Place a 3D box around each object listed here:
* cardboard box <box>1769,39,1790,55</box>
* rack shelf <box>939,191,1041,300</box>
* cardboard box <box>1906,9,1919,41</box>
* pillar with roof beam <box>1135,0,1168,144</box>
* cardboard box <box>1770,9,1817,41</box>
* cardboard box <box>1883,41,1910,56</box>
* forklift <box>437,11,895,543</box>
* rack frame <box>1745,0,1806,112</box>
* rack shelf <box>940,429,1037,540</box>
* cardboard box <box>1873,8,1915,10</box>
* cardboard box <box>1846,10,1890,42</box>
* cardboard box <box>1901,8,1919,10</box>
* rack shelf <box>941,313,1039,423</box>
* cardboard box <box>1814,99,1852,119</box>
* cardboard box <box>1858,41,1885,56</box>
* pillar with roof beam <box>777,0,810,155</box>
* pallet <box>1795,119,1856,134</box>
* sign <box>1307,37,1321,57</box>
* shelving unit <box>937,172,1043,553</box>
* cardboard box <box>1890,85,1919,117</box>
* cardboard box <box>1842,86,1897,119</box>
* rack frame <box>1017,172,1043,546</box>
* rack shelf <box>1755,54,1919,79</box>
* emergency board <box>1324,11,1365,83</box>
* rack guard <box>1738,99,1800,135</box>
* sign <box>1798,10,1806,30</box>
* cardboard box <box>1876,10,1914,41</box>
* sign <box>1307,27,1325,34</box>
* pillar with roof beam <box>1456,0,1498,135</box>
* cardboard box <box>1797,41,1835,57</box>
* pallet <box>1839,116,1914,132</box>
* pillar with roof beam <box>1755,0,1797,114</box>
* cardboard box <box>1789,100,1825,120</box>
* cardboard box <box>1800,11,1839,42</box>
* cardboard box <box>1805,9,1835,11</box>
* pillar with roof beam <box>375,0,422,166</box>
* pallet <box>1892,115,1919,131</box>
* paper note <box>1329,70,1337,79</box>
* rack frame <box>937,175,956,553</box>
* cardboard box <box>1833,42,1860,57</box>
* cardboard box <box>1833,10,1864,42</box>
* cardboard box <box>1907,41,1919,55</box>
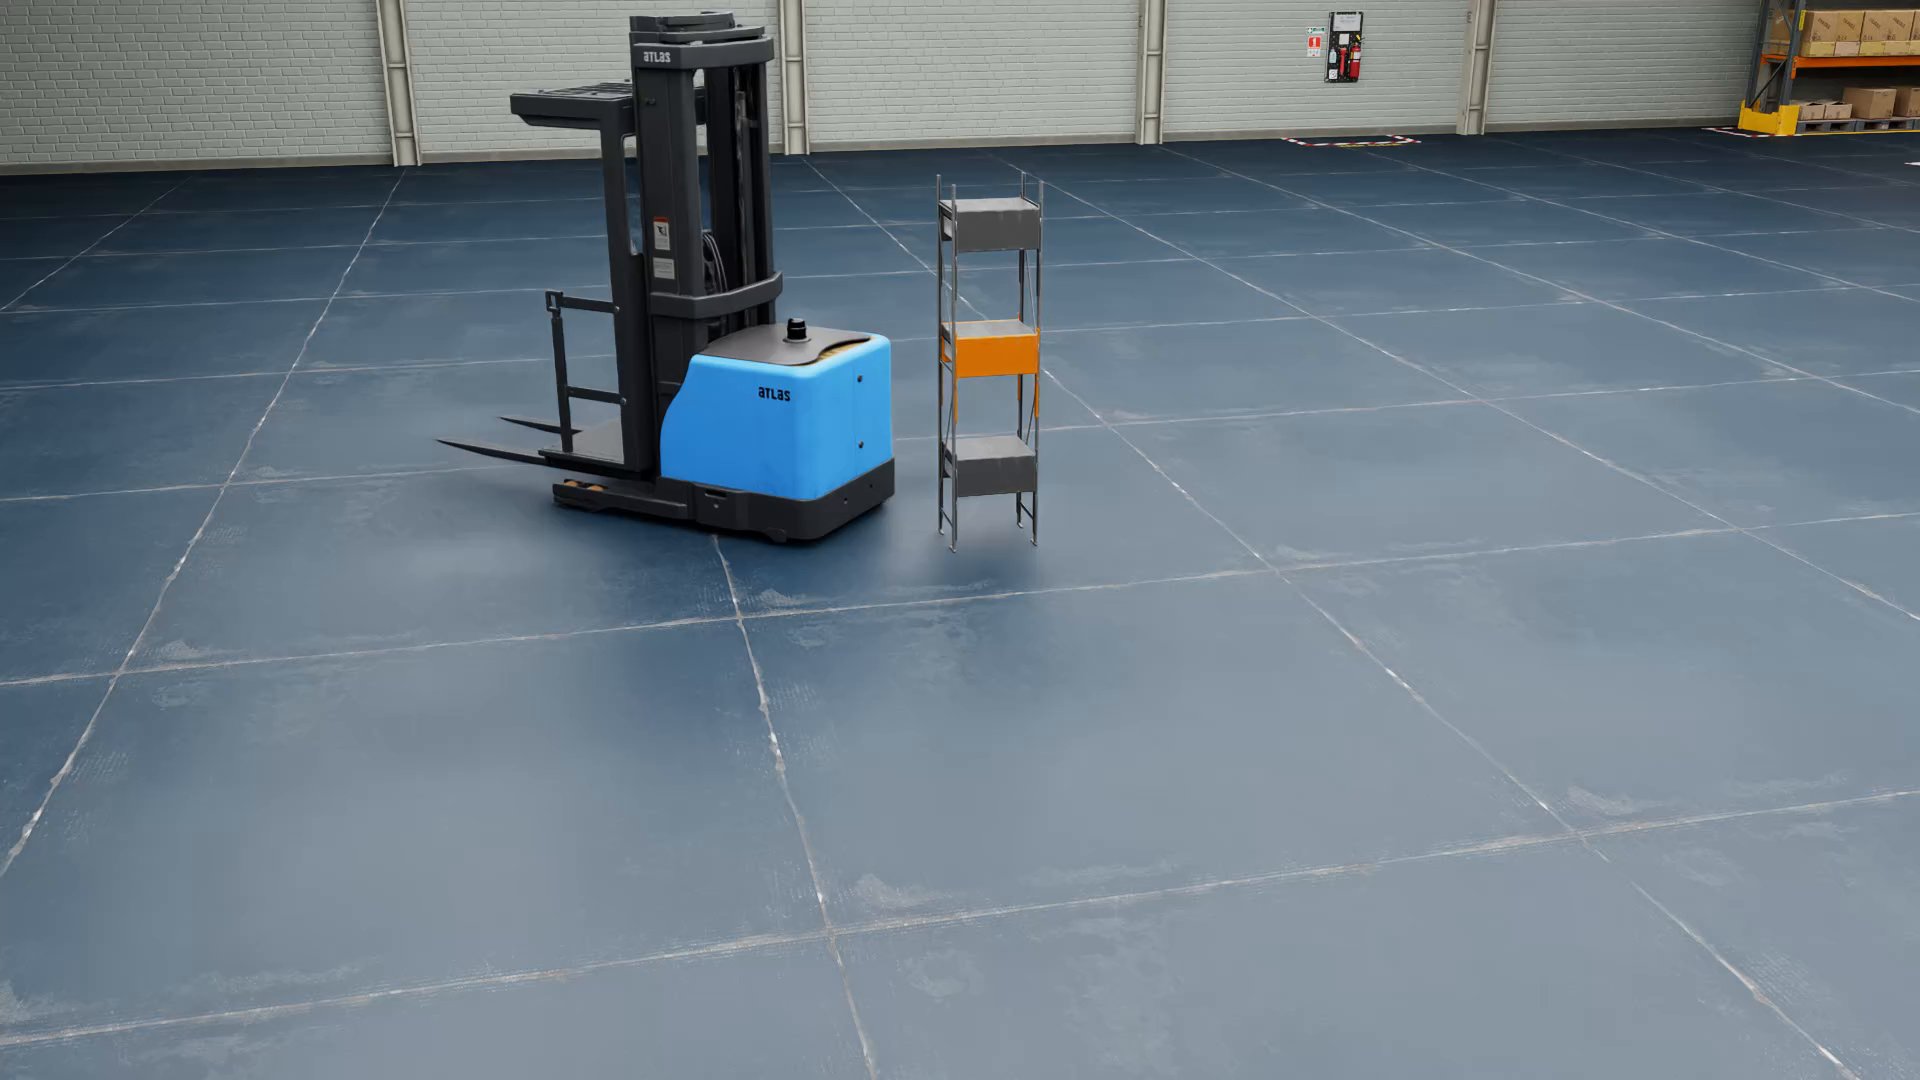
[{"bbox_3d":[14.798,-8.779,29.609,0.500,0.250,0.500,-4,21,-12],"label":"cardboard box"},{"bbox_3d":[0.161,-1.644,9.253,0.480,0.518,0.431,-5,21,-12],"label":"rack shelf"},{"bbox_3d":[16.914,-9.128,29.470,0.500,0.500,0.500,-5,21,-14],"label":"cardboard box"},{"bbox_3d":[4.182,-9.510,22.692,0.400,9.000,9.100,-5,21,-12],"label":"pillar with roof beam"},{"bbox_3d":[14.797,-9.138,29.498,0.500,0.500,0.500,-5,21,-13],"label":"cardboard box"},{"bbox_3d":[16.427,-8.733,29.484,0.500,0.250,0.500,-4,21,-12],"label":"cardboard box"},{"bbox_3d":[-1.957,-1.694,10.178,3.031,2.935,1.130,10,22,25],"label":"forklift"},{"bbox_3d":[14.387,-8.738,29.309,0.127,3.000,1.000,-5,21,-12],"label":"rack frame"},{"bbox_3d":[0.161,-0.329,9.735,0.480,0.518,0.431,-5,21,-12],"label":"rack shelf"},{"bbox_3d":[16.784,-9.302,29.945,0.500,0.500,0.500,-4,21,-11],"label":"cardboard box"},{"bbox_3d":[15.909,-9.041,29.234,0.500,0.500,0.500,-5,21,-14],"label":"cardboard box"},{"bbox_3d":[17.270,-9.339,30.047,0.500,0.500,0.500,-5,21,-13],"label":"cardboard box"},{"bbox_3d":[0.161,-0.986,9.494,0.480,0.518,0.431,-5,21,-12],"label":"rack shelf"},{"bbox_3d":[15.636,-7.752,29.886,0.500,0.311,0.500,-3,20,-8],"label":"cardboard box"},{"bbox_3d":[15.934,-8.694,29.376,0.500,0.250,0.500,-5,21,-13],"label":"cardboard box"},{"bbox_3d":[-1.657,-9.035,21.396,0.400,9.000,9.100,-5,21,-12],"label":"pillar with roof beam"},{"bbox_3d":[15.260,-7.488,29.948,1.213,0.211,1.003,-5,21,-12],"label":"pallet"},{"bbox_3d":[6.055,-8.433,28.424,0.234,0.329,0.001,-5,21,-12],"label":"sign"},{"bbox_3d":[0.161,-0.999,9.489,0.503,2.100,0.431,-5,21,-12],"label":"shelving unit"},{"bbox_3d":[17.279,-7.992,30.267,0.500,0.500,0.500,-6,21,-17],"label":"cardboard box"},{"bbox_3d":[16.362,-7.882,29.966,0.500,0.500,0.700,-6,21,-16],"label":"cardboard box"},{"bbox_3d":[0.399,-1.018,9.542,0.015,2.100,0.400,-5,21,-12],"label":"rack frame"},{"bbox_3d":[16.334,-8.559,29.865,4.000,0.370,1.077,-5,21,-12],"label":"rack shelf"},{"bbox_3d":[6.617,-8.426,28.455,0.643,1.169,0.194,-5,21,-12],"label":"emergency board"},{"bbox_3d":[14.461,-7.571,29.755,0.348,0.500,1.175,-5,21,-12],"label":"rack guard"},{"bbox_3d":[14.512,-8.963,28.664,0.005,0.325,0.100,-5,21,-12],"label":"sign"},{"bbox_3d":[16.408,-9.086,29.357,0.500,0.500,0.500,-4,20,-11],"label":"cardboard box"},{"bbox_3d":[6.061,-8.679,28.325,0.331,0.109,0.001,-5,21,-12],"label":"sign"},{"bbox_3d":[10.021,-9.984,23.988,0.400,9.000,9.100,-5,21,-12],"label":"pillar with roof beam"},{"bbox_3d":[14.935,-8.610,29.146,0.500,0.250,0.500,-5,21,-14],"label":"cardboard box"},{"bbox_3d":[16.445,-7.583,30.208,1.213,0.211,1.003,-5,21,-12],"label":"pallet"},{"bbox_3d":[15.860,-10.459,25.285,0.400,9.000,9.100,-5,21,-12],"label":"pillar with roof beam"},{"bbox_3d":[15.081,-7.707,29.763,0.500,0.311,0.500,-7,21,-19],"label":"cardboard box"},{"bbox_3d":[14.921,-8.967,29.031,0.500,0.500,0.500,-5,21,-12],"label":"cardboard box"},{"bbox_3d":[15.289,-9.175,29.598,0.500,0.500,0.500,-4,21,-12],"label":"cardboard box"},{"bbox_3d":[-7.496,-8.560,20.099,0.400,9.000,9.100,-5,21,-12],"label":"pillar with roof beam"},{"bbox_3d":[17.634,-7.681,30.475,1.213,0.211,1.003,-5,21,-12],"label":"pallet"},{"bbox_3d":[6.429,-8.021,28.631,0.142,0.148,0.016,-5,21,-12],"label":"paper note"},{"bbox_3d":[-0.076,-0.980,9.436,0.015,2.100,0.400,-5,21,-12],"label":"rack frame"},{"bbox_3d":[15.437,-8.656,29.272,0.500,0.250,0.500,-5,21,-14],"label":"cardboard box"},{"bbox_3d":[15.404,-9.003,29.128,0.500,0.500,0.500,-5,21,-12],"label":"cardboard box"},{"bbox_3d":[16.916,-8.773,29.593,0.500,0.250,0.500,-5,21,-13],"label":"cardboard box"}]
